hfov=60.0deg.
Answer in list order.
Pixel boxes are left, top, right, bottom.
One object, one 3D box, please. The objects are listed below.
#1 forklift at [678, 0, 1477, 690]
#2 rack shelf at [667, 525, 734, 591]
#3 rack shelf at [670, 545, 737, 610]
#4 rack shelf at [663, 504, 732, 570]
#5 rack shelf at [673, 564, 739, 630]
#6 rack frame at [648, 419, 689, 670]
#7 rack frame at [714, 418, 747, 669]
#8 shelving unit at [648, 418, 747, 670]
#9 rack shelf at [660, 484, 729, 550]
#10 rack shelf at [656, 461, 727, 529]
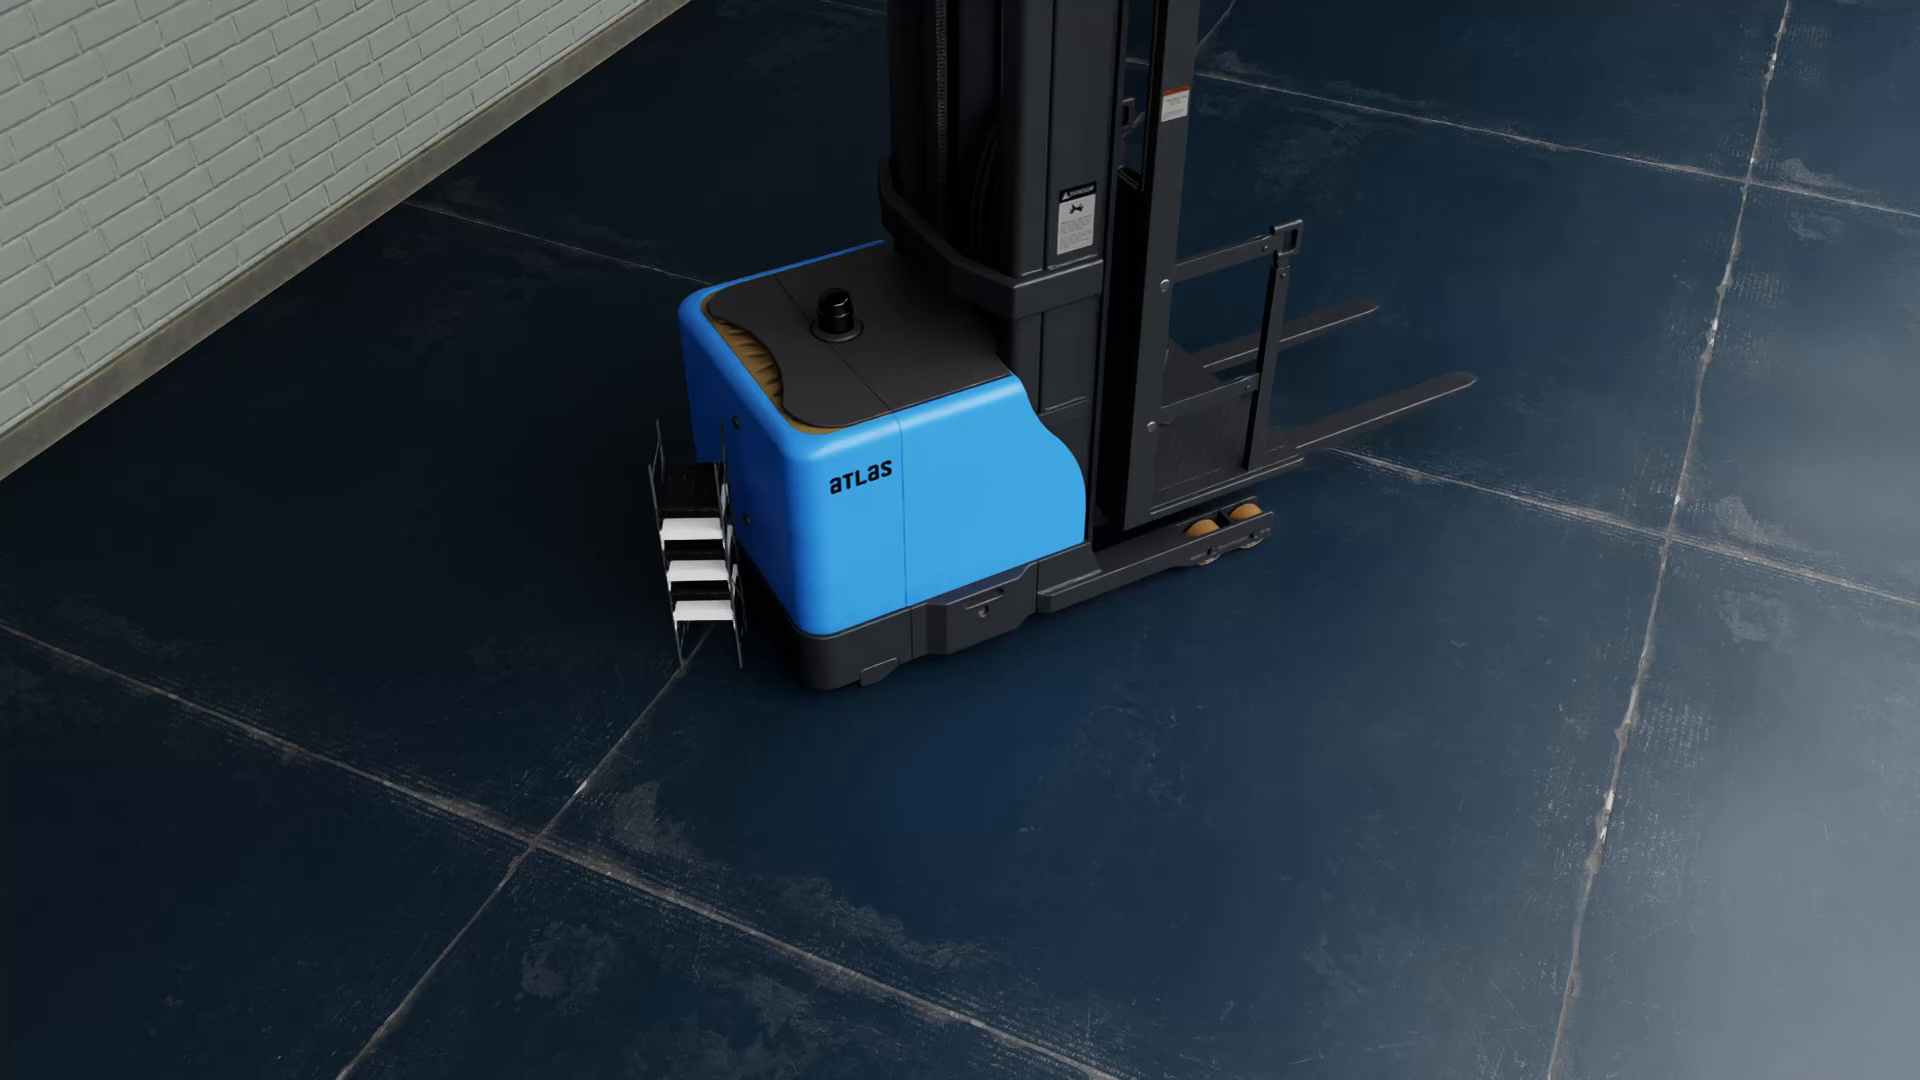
[{"bbox_3d":[0.584,-1.301,5.514,3.031,2.935,1.130,-20,45,-21],"label":"forklift"},{"bbox_3d":[-0.862,0.055,5.549,0.200,0.077,0.258,-1,41,-1],"label":"rack shelf"},{"bbox_3d":[-0.861,0.122,5.608,0.200,0.077,0.258,-1,41,-1],"label":"rack shelf"},{"bbox_3d":[-0.862,-0.013,5.490,0.200,0.077,0.258,-1,41,-1],"label":"rack shelf"},{"bbox_3d":[-0.861,0.190,5.668,0.200,0.077,0.258,-1,41,-1],"label":"rack shelf"},{"bbox_3d":[-0.964,0.032,5.525,0.006,0.900,0.240,-1,41,-1],"label":"rack frame"},{"bbox_3d":[-0.760,0.028,5.529,0.006,0.900,0.240,-1,41,-1],"label":"rack frame"},{"bbox_3d":[-0.862,0.030,5.527,0.210,0.900,0.258,-1,41,-1],"label":"shelving unit"},{"bbox_3d":[-0.862,-0.081,5.430,0.200,0.077,0.258,-1,41,-1],"label":"rack shelf"},{"bbox_3d":[-0.863,-0.148,5.371,0.200,0.077,0.258,-1,41,-1],"label":"rack shelf"}]
